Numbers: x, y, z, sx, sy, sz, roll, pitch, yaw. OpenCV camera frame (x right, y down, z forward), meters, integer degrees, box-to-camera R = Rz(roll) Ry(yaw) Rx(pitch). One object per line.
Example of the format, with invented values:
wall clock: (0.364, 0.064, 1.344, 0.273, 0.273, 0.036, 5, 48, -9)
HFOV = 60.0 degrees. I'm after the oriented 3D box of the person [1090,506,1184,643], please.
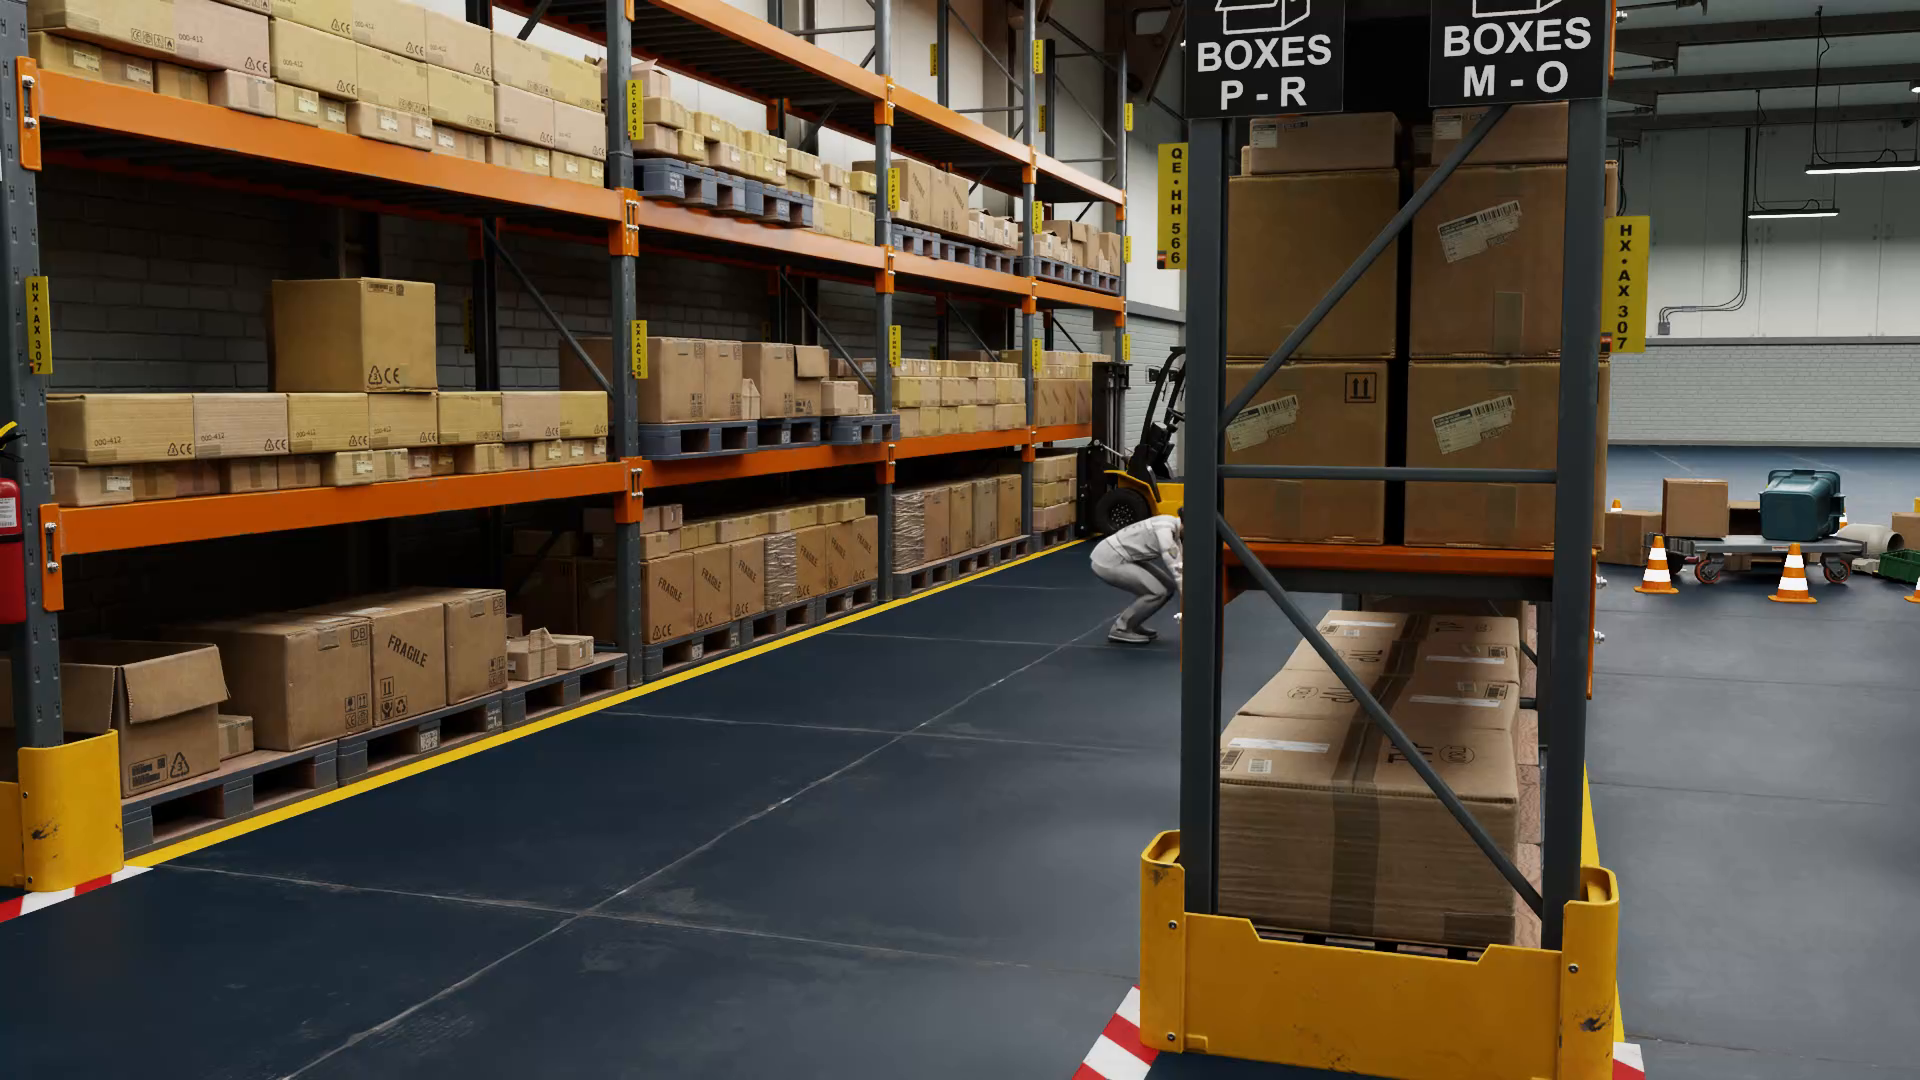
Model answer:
person: (1.321, 0.204, 11.289, 0.868, 0.982, 0.458, 2, 6, 17)
